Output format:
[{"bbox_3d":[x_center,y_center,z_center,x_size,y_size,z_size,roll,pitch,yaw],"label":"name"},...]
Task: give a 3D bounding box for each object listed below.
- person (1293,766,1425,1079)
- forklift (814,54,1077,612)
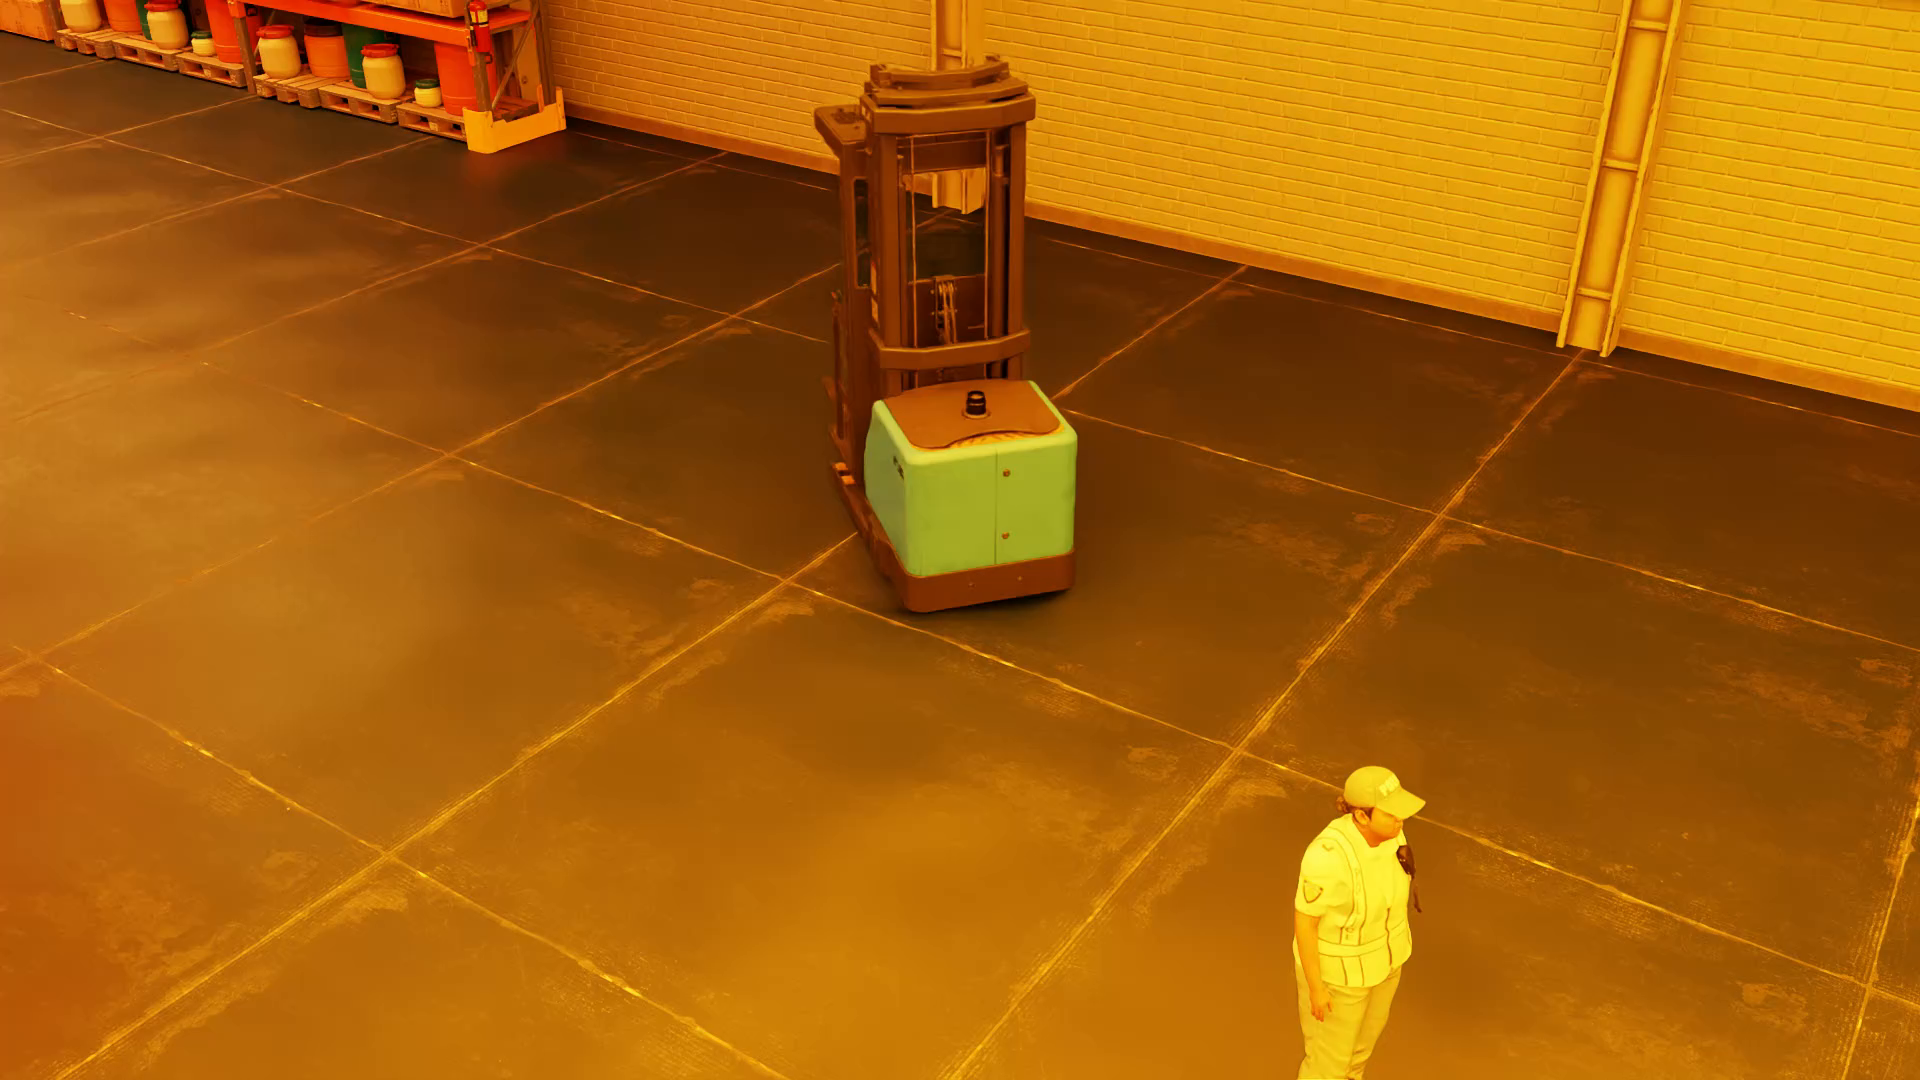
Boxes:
[{"bbox_3d":[1.485,1.588,6.093,0.593,1.671,0.526,-23,37,-34],"label":"person"},{"bbox_3d":[-0.237,-1.576,10.295,1.130,2.935,3.031,-9,31,-15],"label":"forklift"}]
